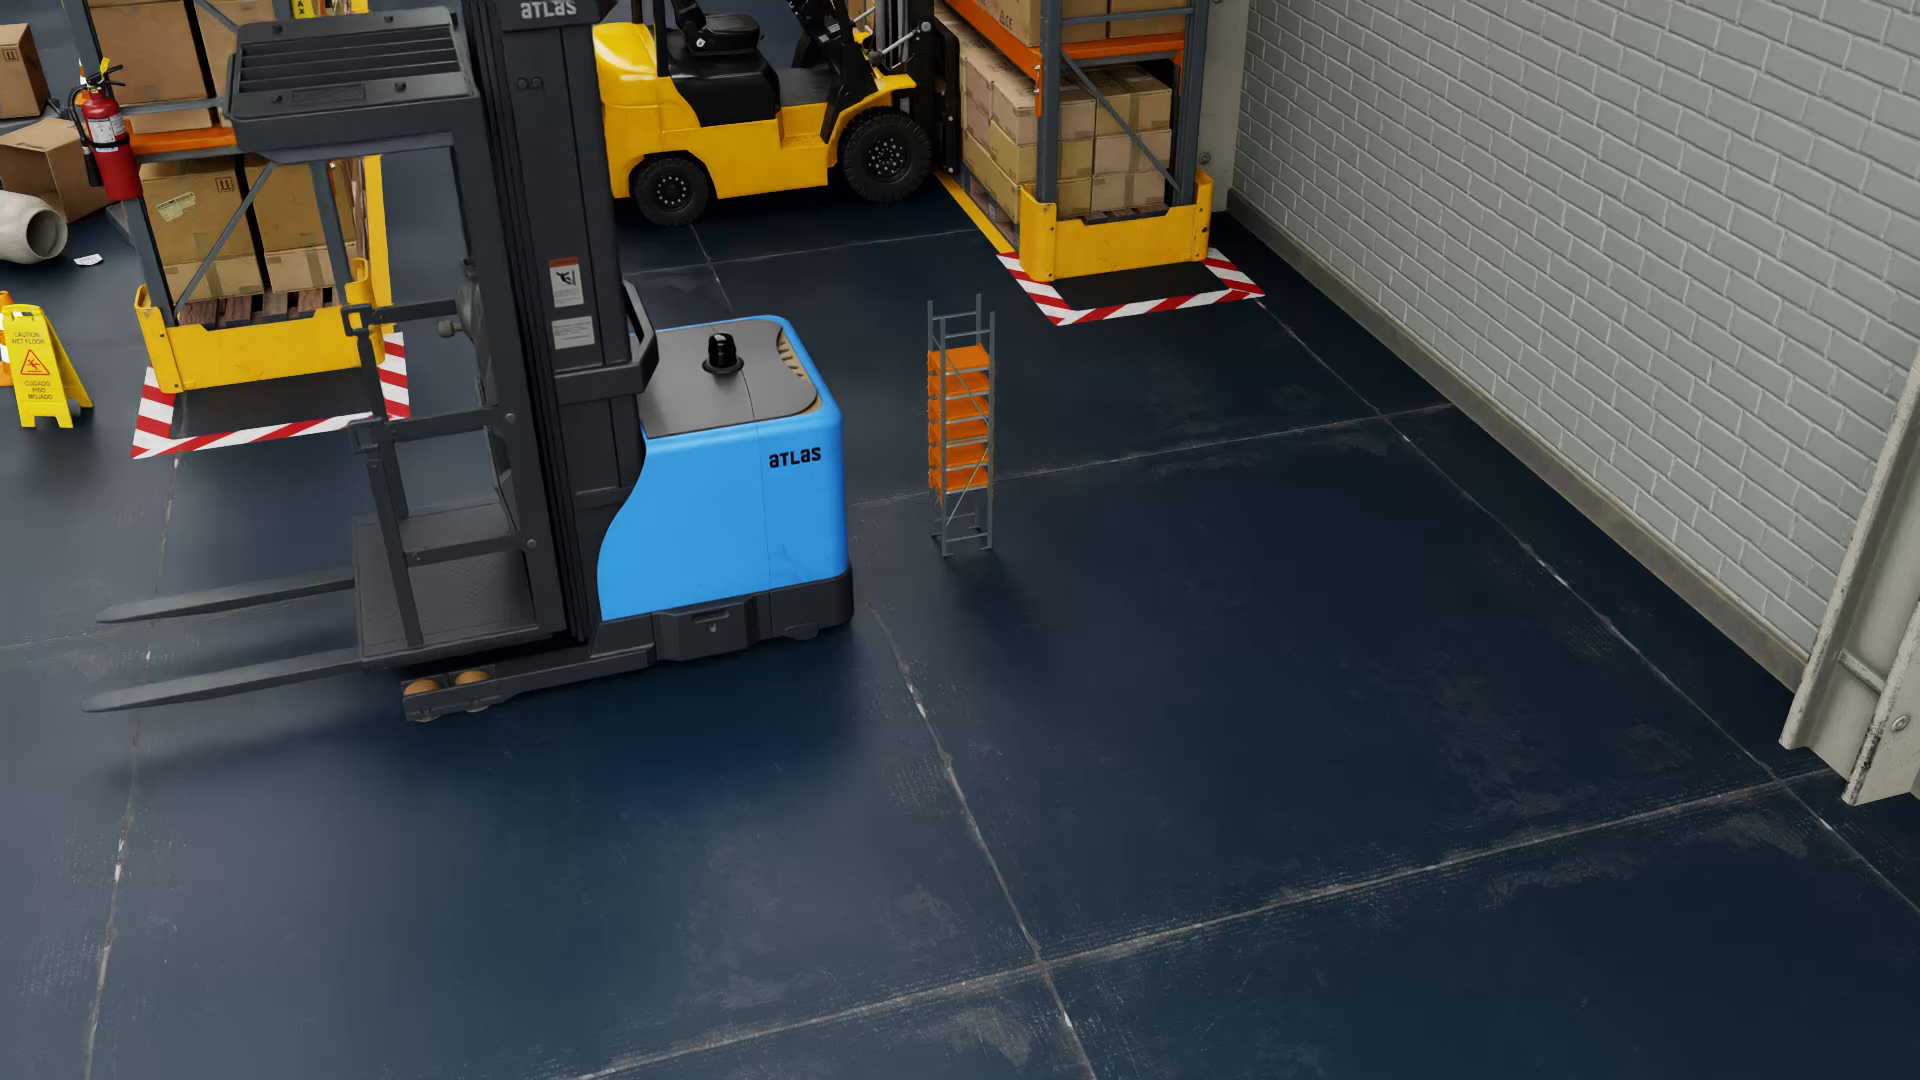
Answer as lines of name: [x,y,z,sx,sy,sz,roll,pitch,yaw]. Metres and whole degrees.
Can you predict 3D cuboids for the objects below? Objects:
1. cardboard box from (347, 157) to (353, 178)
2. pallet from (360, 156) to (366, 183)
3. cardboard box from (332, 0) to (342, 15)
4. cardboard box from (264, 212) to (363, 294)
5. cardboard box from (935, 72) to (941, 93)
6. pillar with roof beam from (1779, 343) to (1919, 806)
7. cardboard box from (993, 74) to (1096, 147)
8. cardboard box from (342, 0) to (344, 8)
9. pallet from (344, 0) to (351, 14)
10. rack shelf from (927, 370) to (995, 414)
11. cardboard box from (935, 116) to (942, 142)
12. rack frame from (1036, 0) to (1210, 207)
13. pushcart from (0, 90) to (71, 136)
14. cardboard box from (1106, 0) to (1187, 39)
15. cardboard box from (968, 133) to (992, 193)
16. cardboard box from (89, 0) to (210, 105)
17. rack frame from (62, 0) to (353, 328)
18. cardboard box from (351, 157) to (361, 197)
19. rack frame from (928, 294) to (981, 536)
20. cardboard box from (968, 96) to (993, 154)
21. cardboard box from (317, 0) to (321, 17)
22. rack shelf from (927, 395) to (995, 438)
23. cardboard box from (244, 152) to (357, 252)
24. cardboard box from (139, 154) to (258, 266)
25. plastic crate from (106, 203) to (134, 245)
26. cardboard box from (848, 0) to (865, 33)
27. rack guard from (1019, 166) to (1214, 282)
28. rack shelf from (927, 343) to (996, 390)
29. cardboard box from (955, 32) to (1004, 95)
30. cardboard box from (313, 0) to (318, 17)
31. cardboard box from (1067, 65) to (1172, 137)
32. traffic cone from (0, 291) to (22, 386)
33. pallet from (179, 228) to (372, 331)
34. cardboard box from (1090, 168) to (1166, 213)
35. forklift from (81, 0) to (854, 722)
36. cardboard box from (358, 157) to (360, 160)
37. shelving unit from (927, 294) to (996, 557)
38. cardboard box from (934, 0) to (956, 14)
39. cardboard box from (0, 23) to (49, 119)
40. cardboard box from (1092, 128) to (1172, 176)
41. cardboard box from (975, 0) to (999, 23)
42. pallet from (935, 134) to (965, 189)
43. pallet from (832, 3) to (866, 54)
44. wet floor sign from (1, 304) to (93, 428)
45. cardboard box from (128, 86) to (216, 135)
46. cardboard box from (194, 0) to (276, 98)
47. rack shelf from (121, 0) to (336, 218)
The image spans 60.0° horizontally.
cardboard box: [-4.073,-2.540,10.307,0.500,0.500,0.500,-9,35,-14]
pallet: [-4.755,-2.769,11.749,1.003,0.211,1.213,-10,35,-15]
cardboard box: [-5.378,-4.009,13.100,0.950,0.372,0.625,-8,34,-12]
cardboard box: [-3.756,-1.677,9.680,0.500,0.250,0.500,-10,35,-15]
cardboard box: [0.037,-3.251,11.609,0.500,0.250,0.500,-10,35,-15]
pillar with roof beam: [-0.671,-2.161,2.858,9.100,9.000,0.400,-10,35,-15]
cardboard box: [0.515,-2.650,10.246,0.500,0.250,0.500,-9,34,-13]
cardboard box: [-5.818,-4.773,14.256,0.950,0.372,0.625,-11,35,-16]
pallet: [-5.977,-4.805,14.830,1.003,0.211,1.213,-10,35,-15]
rack shelf: [0.004,-0.656,7.300,0.258,0.103,0.180,-10,35,-15]
cardboard box: [0.042,-3.033,11.732,0.500,0.250,0.500,-9,34,-13]
rack frame: [0.953,-3.015,9.592,1.000,3.000,0.127,-10,35,-15]
pushcart: [-7.150,-2.775,11.607,1.648,0.377,0.936,-23,40,-31]
cardboard box: [1.066,-3.364,10.029,0.500,0.500,0.500,-9,34,-13]
cardboard box: [0.366,-2.500,10.925,0.500,0.250,0.500,-10,35,-15]
cardboard box: [-4.201,-2.583,8.578,0.500,0.500,0.500,-11,35,-16]
rack frame: [-3.773,-2.179,8.326,1.000,3.000,0.127,-10,35,-15]
cardboard box: [-4.083,-2.230,10.518,0.500,0.250,0.500,-8,34,-12]
rack frame: [-0.023,-0.541,7.480,0.240,1.200,0.006,-10,35,-15]
cardboard box: [0.364,-2.720,10.805,0.500,0.250,0.500,-10,35,-15]
cardboard box: [-4.130,-3.255,10.183,0.380,0.149,0.250,-10,35,-14]
rack shelf: [0.004,-0.556,7.366,0.258,0.103,0.180,-10,35,-15]
cardboard box: [-3.764,-2.002,9.492,0.500,0.500,0.500,-11,35,-16]
cardboard box: [-4.266,-1.896,9.332,0.500,0.500,0.500,-10,35,-14]
plastic crate: [-5.295,-2.098,10.853,0.402,0.080,0.583,-23,40,-31]
cardboard box: [-0.437,-4.572,13.721,0.875,0.625,0.625,-8,34,-13]
rack guard: [0.960,-1.960,10.262,1.175,0.500,0.348,-10,35,-15]
rack shelf: [0.004,-0.756,7.234,0.258,0.103,0.180,-10,35,-15]
cardboard box: [0.190,-3.180,11.048,0.500,0.250,0.500,-10,35,-14]
cardboard box: [-3.971,-3.179,9.479,0.500,0.500,0.500,-11,35,-16]
cardboard box: [0.986,-2.745,10.389,0.500,0.250,0.500,-11,35,-15]
traffic cone: [-5.133,-1.129,9.039,0.336,0.463,0.334,-10,35,-15]
pallet: [-4.011,-1.488,9.810,1.003,0.211,1.213,-10,35,-15]
cardboard box: [0.989,-2.334,10.675,0.500,0.250,0.500,-10,35,-15]
forklift: [-2.031,-0.824,6.338,3.031,2.935,1.130,-11,35,-15]
cardboard box: [-4.385,-2.764,11.325,0.500,0.250,0.500,-11,35,-16]
shelving unit: [0.004,-0.493,7.408,0.258,1.200,0.189,-10,35,-15]
cardboard box: [-0.110,-3.724,11.872,0.500,0.250,0.500,-9,34,-13]
cardboard box: [-6.679,-3.237,11.508,0.500,0.500,0.500,-10,35,-15]
cardboard box: [1.007,-2.534,10.523,0.500,0.250,0.500,-9,35,-14]
cardboard box: [0.403,-3.545,10.304,0.500,0.500,0.500,-9,34,-13]
pallet: [0.311,-2.886,11.926,1.003,0.211,1.213,-10,35,-15]
pallet: [-0.529,-4.332,14.115,1.003,0.211,1.213,-10,35,-15]
wet floor sign: [-4.734,-0.917,8.552,0.267,0.644,0.232,1,33,2]
cardboard box: [-4.091,-2.234,8.638,0.380,0.149,0.250,-9,34,-13]
cardboard box: [-3.654,-2.640,8.664,0.500,0.500,0.500,-11,35,-15]
rack shelf: [-4.383,-2.929,10.114,1.077,0.370,4.000,-10,35,-15]
